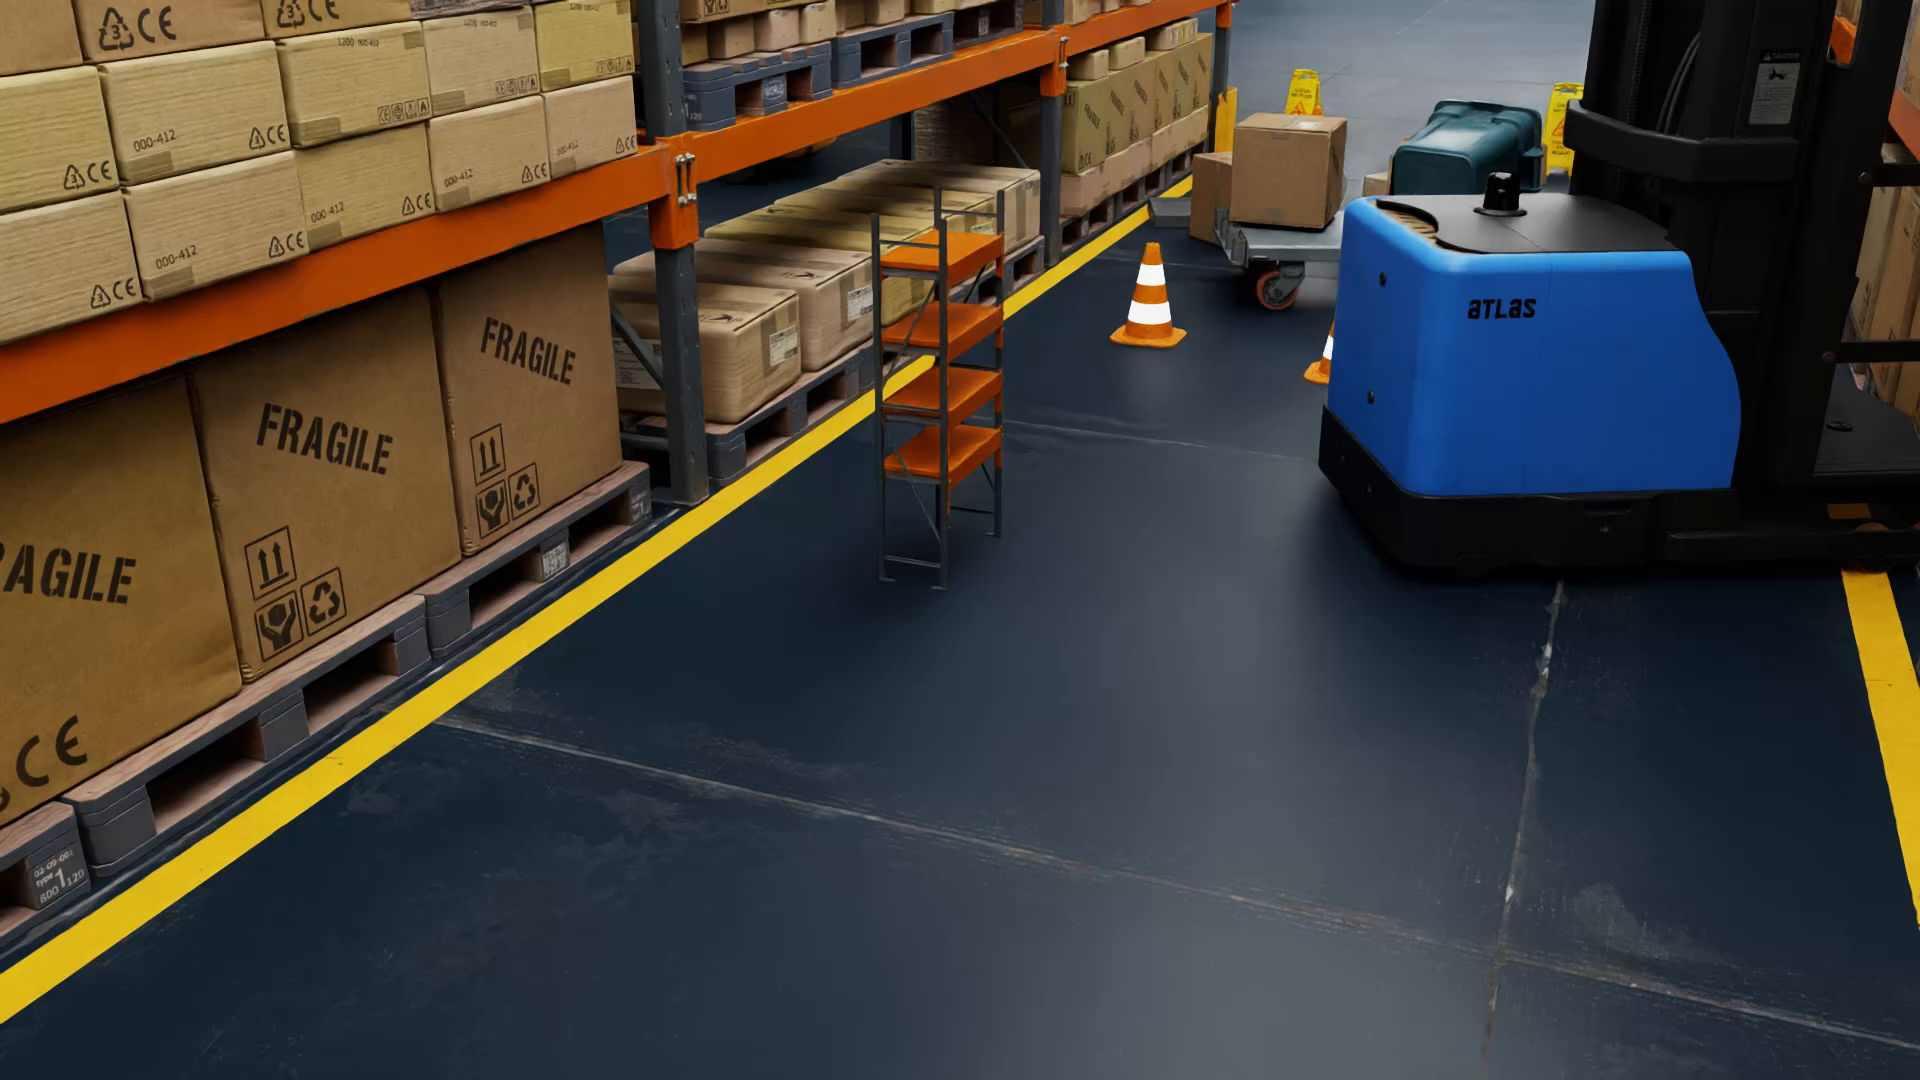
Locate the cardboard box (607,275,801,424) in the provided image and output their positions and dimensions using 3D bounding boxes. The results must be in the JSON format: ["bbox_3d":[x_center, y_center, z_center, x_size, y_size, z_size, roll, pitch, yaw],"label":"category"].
[{"bbox_3d":[-1.187,-0.769,6.563,0.950,0.372,0.625,7,24,16],"label":"cardboard box"}]

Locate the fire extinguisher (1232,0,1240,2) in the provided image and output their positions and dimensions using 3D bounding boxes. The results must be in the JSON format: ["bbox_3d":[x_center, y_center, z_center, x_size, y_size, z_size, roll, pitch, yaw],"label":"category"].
[{"bbox_3d":[2.036,-4.389,12.466,0.296,0.674,0.183,9,24,20],"label":"fire extinguisher"}]

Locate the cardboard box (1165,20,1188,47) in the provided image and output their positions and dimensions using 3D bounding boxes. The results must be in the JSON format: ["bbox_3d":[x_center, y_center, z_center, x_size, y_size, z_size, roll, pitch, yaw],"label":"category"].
[{"bbox_3d":[1.340,-3.465,11.363,0.380,0.149,0.250,9,24,21],"label":"cardboard box"}]

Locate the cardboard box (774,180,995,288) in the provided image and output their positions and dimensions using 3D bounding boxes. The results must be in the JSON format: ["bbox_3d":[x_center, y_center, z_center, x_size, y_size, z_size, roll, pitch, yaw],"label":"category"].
[{"bbox_3d":[-0.376,-1.554,8.442,0.950,0.372,0.625,10,25,23],"label":"cardboard box"}]

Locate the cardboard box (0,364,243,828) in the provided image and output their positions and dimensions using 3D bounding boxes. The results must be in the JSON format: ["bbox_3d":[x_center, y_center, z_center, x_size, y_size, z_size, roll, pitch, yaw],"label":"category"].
[{"bbox_3d":[-2.407,0.074,3.894,0.875,0.875,0.875,10,24,22],"label":"cardboard box"}]

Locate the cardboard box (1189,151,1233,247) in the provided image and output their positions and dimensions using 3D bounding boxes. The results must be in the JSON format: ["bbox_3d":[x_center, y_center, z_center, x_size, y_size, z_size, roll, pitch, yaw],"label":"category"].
[{"bbox_3d":[1.741,-2.055,10.017,0.500,0.500,0.500,-12,25,-26],"label":"cardboard box"}]

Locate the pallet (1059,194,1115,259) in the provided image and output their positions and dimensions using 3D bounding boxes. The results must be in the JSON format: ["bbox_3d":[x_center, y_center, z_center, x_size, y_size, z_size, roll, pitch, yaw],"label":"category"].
[{"bbox_3d":[0.297,-1.977,10.209,1.003,0.211,1.213,9,24,20],"label":"pallet"}]

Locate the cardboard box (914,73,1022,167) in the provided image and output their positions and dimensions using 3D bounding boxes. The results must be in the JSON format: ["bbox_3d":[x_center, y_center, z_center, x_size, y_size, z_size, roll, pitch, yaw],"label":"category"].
[{"bbox_3d":[0.051,-2.539,9.987,0.500,0.500,0.500,8,24,19],"label":"cardboard box"}]

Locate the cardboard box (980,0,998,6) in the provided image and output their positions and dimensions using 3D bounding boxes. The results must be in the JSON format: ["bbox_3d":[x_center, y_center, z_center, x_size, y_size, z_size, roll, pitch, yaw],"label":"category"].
[{"bbox_3d":[-0.032,-2.683,8.063,0.380,0.149,0.250,8,24,19],"label":"cardboard box"}]

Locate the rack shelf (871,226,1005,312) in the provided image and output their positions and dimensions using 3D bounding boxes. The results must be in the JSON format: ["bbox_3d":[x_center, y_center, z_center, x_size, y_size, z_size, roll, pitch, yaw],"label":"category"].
[{"bbox_3d":[-0.062,-0.857,5.225,0.258,0.148,0.480,9,24,20],"label":"rack shelf"}]

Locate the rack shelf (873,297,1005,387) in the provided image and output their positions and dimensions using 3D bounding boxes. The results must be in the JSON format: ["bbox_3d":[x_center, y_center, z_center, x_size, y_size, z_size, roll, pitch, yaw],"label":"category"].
[{"bbox_3d":[-0.062,-0.639,5.317,0.258,0.148,0.480,9,24,20],"label":"rack shelf"}]

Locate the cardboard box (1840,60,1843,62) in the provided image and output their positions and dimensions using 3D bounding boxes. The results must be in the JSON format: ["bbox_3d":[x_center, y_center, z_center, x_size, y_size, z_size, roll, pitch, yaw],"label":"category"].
[{"bbox_3d":[5.684,-2.423,9.871,0.875,0.875,0.875,8,24,19],"label":"cardboard box"}]

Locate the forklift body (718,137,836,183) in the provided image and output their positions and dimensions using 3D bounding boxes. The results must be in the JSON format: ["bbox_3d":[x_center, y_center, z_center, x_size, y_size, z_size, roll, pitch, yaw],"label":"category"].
[{"bbox_3d":[-2.055,-3.828,12.123,2.313,2.155,1.214,9,24,20],"label":"forklift body"}]

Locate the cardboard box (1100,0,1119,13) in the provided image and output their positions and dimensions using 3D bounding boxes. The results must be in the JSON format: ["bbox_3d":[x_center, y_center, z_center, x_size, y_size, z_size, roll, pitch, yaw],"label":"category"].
[{"bbox_3d":[0.735,-3.250,9.965,0.380,0.149,0.250,10,25,22],"label":"cardboard box"}]

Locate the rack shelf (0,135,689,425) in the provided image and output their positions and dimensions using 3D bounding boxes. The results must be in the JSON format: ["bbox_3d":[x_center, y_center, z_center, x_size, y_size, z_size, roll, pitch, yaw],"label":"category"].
[{"bbox_3d":[-2.149,-0.539,4.082,1.077,0.370,4.000,9,24,20],"label":"rack shelf"}]

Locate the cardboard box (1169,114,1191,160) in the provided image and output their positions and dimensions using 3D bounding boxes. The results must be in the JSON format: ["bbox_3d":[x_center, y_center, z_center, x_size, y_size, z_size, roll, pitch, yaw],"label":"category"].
[{"bbox_3d":[1.316,-2.863,11.734,0.500,0.250,0.500,9,24,20],"label":"cardboard box"}]

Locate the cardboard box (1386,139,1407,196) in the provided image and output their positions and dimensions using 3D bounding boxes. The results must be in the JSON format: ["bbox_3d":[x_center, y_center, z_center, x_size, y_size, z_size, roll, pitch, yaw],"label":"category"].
[{"bbox_3d":[2.924,-2.034,9.789,0.797,0.637,0.503,9,24,20],"label":"cardboard box"}]

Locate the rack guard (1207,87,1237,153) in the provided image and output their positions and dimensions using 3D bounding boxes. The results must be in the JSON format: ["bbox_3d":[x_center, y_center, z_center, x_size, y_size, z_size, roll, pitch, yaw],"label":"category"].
[{"bbox_3d":[1.538,-3.269,12.928,1.175,0.500,0.348,9,24,20],"label":"rack guard"}]

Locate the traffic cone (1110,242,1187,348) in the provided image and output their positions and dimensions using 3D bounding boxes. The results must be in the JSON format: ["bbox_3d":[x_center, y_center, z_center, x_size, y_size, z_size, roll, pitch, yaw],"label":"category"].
[{"bbox_3d":[0.919,-1.203,8.031,0.336,0.463,0.334,9,24,20],"label":"traffic cone"}]

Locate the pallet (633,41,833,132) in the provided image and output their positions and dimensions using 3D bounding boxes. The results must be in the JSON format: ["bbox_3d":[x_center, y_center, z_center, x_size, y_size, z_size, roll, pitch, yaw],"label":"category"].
[{"bbox_3d":[-1.240,-1.769,6.341,1.213,0.211,1.003,9,24,20],"label":"pallet"}]

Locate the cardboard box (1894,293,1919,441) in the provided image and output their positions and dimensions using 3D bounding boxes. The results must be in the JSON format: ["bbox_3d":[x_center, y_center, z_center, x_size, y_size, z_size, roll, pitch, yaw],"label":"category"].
[{"bbox_3d":[3.859,-0.588,5.641,1.050,0.750,0.750,9,24,21],"label":"cardboard box"}]

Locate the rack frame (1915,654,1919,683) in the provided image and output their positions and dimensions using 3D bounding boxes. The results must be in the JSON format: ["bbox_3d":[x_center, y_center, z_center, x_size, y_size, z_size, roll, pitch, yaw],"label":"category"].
[{"bbox_3d":[3.228,-0.914,4.047,1.000,3.000,0.127,9,24,20],"label":"rack frame"}]

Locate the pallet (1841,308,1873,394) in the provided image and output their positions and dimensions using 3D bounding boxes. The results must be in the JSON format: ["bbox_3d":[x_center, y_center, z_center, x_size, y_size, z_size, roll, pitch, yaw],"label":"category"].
[{"bbox_3d":[4.497,-0.772,7.325,1.003,0.211,1.213,9,24,20],"label":"pallet"}]

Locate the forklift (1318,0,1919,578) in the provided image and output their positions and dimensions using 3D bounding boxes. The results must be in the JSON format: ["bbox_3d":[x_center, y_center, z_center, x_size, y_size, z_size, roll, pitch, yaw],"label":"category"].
[{"bbox_3d":[2.884,-1.443,5.401,3.031,2.935,1.130,-2,23,-4],"label":"forklift"}]

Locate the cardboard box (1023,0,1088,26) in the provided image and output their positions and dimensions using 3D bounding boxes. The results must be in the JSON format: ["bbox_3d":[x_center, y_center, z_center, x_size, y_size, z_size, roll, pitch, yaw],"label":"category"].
[{"bbox_3d":[0.495,-2.969,9.292,0.380,0.149,0.250,9,24,20],"label":"cardboard box"}]

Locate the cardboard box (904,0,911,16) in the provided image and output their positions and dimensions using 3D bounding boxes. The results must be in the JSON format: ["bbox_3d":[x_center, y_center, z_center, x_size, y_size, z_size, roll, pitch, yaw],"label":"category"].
[{"bbox_3d":[-0.440,-2.430,7.456,0.380,0.149,0.250,8,24,18],"label":"cardboard box"}]

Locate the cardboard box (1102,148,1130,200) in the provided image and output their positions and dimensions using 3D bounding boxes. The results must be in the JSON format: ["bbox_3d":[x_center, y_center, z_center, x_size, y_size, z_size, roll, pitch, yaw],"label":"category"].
[{"bbox_3d":[0.738,-2.308,10.407,0.500,0.250,0.500,10,25,23],"label":"cardboard box"}]

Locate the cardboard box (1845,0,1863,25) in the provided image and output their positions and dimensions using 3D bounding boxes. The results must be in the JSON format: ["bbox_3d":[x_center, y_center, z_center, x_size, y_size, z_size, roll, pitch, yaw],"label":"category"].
[{"bbox_3d":[5.436,-3.129,9.155,0.875,0.550,0.500,9,24,20],"label":"cardboard box"}]

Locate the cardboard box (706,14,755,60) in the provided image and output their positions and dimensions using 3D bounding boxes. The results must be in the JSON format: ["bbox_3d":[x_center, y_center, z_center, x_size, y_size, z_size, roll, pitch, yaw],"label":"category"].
[{"bbox_3d":[-0.976,-1.851,6.070,0.380,0.149,0.250,7,24,17],"label":"cardboard box"}]

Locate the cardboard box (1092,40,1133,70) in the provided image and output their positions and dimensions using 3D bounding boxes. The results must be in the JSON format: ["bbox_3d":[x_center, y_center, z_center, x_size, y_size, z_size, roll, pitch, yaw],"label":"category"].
[{"bbox_3d":[0.841,-2.981,10.204,0.380,0.149,0.250,10,25,22],"label":"cardboard box"}]

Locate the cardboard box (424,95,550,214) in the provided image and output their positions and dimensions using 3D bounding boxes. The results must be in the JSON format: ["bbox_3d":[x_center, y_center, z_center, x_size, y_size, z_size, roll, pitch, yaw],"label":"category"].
[{"bbox_3d":[-1.528,-1.114,4.721,0.500,0.250,0.500,9,24,21],"label":"cardboard box"}]

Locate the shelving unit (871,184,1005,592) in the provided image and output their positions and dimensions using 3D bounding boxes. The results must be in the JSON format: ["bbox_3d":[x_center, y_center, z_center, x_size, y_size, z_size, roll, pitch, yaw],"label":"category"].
[{"bbox_3d":[-0.061,-0.494,5.377,0.258,1.200,0.503,9,24,20],"label":"shelving unit"}]

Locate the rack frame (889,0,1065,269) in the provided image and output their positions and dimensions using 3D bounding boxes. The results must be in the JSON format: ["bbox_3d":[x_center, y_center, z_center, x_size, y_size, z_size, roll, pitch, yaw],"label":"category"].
[{"bbox_3d":[0.080,-3.018,9.084,1.000,3.000,0.127,9,24,20],"label":"rack frame"}]

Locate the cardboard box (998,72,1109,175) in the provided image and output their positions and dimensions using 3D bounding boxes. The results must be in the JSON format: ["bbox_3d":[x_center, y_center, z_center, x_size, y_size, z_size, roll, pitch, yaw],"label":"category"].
[{"bbox_3d":[0.550,-2.462,9.801,0.500,0.500,0.500,10,25,23],"label":"cardboard box"}]

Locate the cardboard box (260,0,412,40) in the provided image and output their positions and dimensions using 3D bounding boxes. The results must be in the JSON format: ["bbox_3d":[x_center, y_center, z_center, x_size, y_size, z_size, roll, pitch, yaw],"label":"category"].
[{"bbox_3d":[-1.728,-1.510,4.047,0.500,0.500,0.500,9,24,20],"label":"cardboard box"}]

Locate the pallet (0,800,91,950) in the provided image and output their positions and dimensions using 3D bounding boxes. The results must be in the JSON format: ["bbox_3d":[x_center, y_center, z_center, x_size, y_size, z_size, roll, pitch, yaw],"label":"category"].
[{"bbox_3d":[-2.675,0.844,3.455,1.003,0.211,1.213,9,24,20],"label":"pallet"}]

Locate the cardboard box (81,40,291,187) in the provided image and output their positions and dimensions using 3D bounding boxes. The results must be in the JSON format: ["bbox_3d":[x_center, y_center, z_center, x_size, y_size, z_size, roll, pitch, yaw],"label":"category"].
[{"bbox_3d":[-1.901,-0.983,3.757,0.500,0.250,0.500,8,24,18],"label":"cardboard box"}]

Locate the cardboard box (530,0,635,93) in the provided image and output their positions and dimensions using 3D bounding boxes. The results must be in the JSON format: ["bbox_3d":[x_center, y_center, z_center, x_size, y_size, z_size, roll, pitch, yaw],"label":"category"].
[{"bbox_3d":[-1.350,-1.539,5.088,0.500,0.250,0.500,9,24,20],"label":"cardboard box"}]

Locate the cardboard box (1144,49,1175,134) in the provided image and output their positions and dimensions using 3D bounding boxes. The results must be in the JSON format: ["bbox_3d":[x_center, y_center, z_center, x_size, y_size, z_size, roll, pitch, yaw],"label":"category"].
[{"bbox_3d":[1.126,-3.030,11.161,0.500,0.500,0.500,8,24,19],"label":"cardboard box"}]

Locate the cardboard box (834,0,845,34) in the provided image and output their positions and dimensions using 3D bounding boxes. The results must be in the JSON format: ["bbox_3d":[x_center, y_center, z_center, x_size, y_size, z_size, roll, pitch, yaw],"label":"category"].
[{"bbox_3d":[-0.693,-2.135,6.750,0.380,0.149,0.250,10,25,23],"label":"cardboard box"}]

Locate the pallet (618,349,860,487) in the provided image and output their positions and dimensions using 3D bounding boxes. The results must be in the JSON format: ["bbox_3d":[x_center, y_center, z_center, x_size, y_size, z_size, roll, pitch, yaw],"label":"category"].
[{"bbox_3d":[-1.114,-0.580,6.864,1.003,0.211,1.213,9,24,20],"label":"pallet"}]

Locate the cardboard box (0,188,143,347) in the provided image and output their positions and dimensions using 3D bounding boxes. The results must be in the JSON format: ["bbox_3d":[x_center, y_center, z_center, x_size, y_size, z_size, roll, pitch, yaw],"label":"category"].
[{"bbox_3d":[-2.087,-0.572,3.423,0.500,0.250,0.500,9,24,20],"label":"cardboard box"}]

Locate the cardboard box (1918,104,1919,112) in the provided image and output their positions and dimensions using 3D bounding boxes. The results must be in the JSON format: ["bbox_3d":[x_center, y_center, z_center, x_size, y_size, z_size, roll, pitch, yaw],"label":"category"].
[{"bbox_3d":[3.705,-1.701,5.801,0.500,0.500,0.500,9,24,21],"label":"cardboard box"}]
